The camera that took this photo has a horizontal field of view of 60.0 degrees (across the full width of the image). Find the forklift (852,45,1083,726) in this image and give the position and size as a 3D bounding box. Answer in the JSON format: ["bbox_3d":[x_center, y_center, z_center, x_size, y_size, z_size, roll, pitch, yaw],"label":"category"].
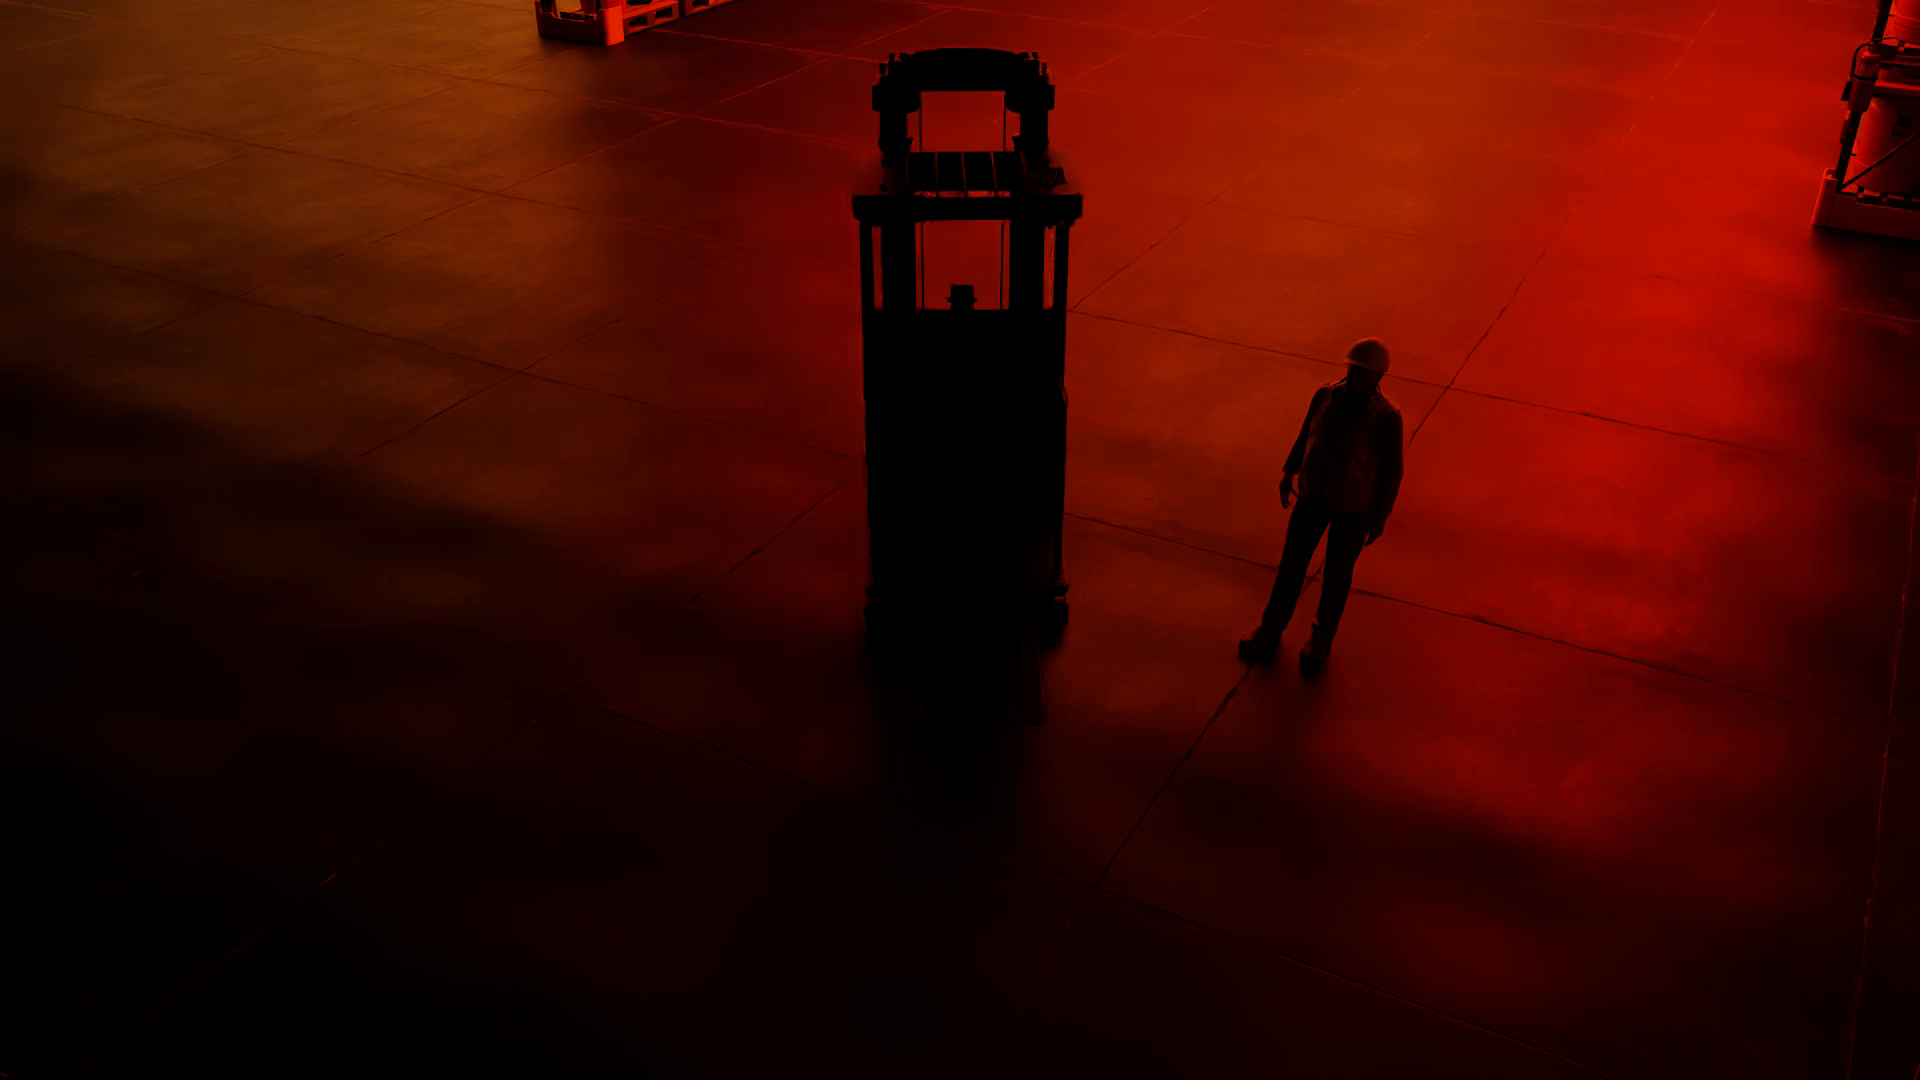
[{"bbox_3d":[0.027,-0.946,8.711,1.130,2.935,3.031,-1,30,-1],"label":"forklift"}]

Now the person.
[{"bbox_3d":[1.896,-0.188,8.541,0.633,1.775,0.563,24,38,35],"label":"person"}]
